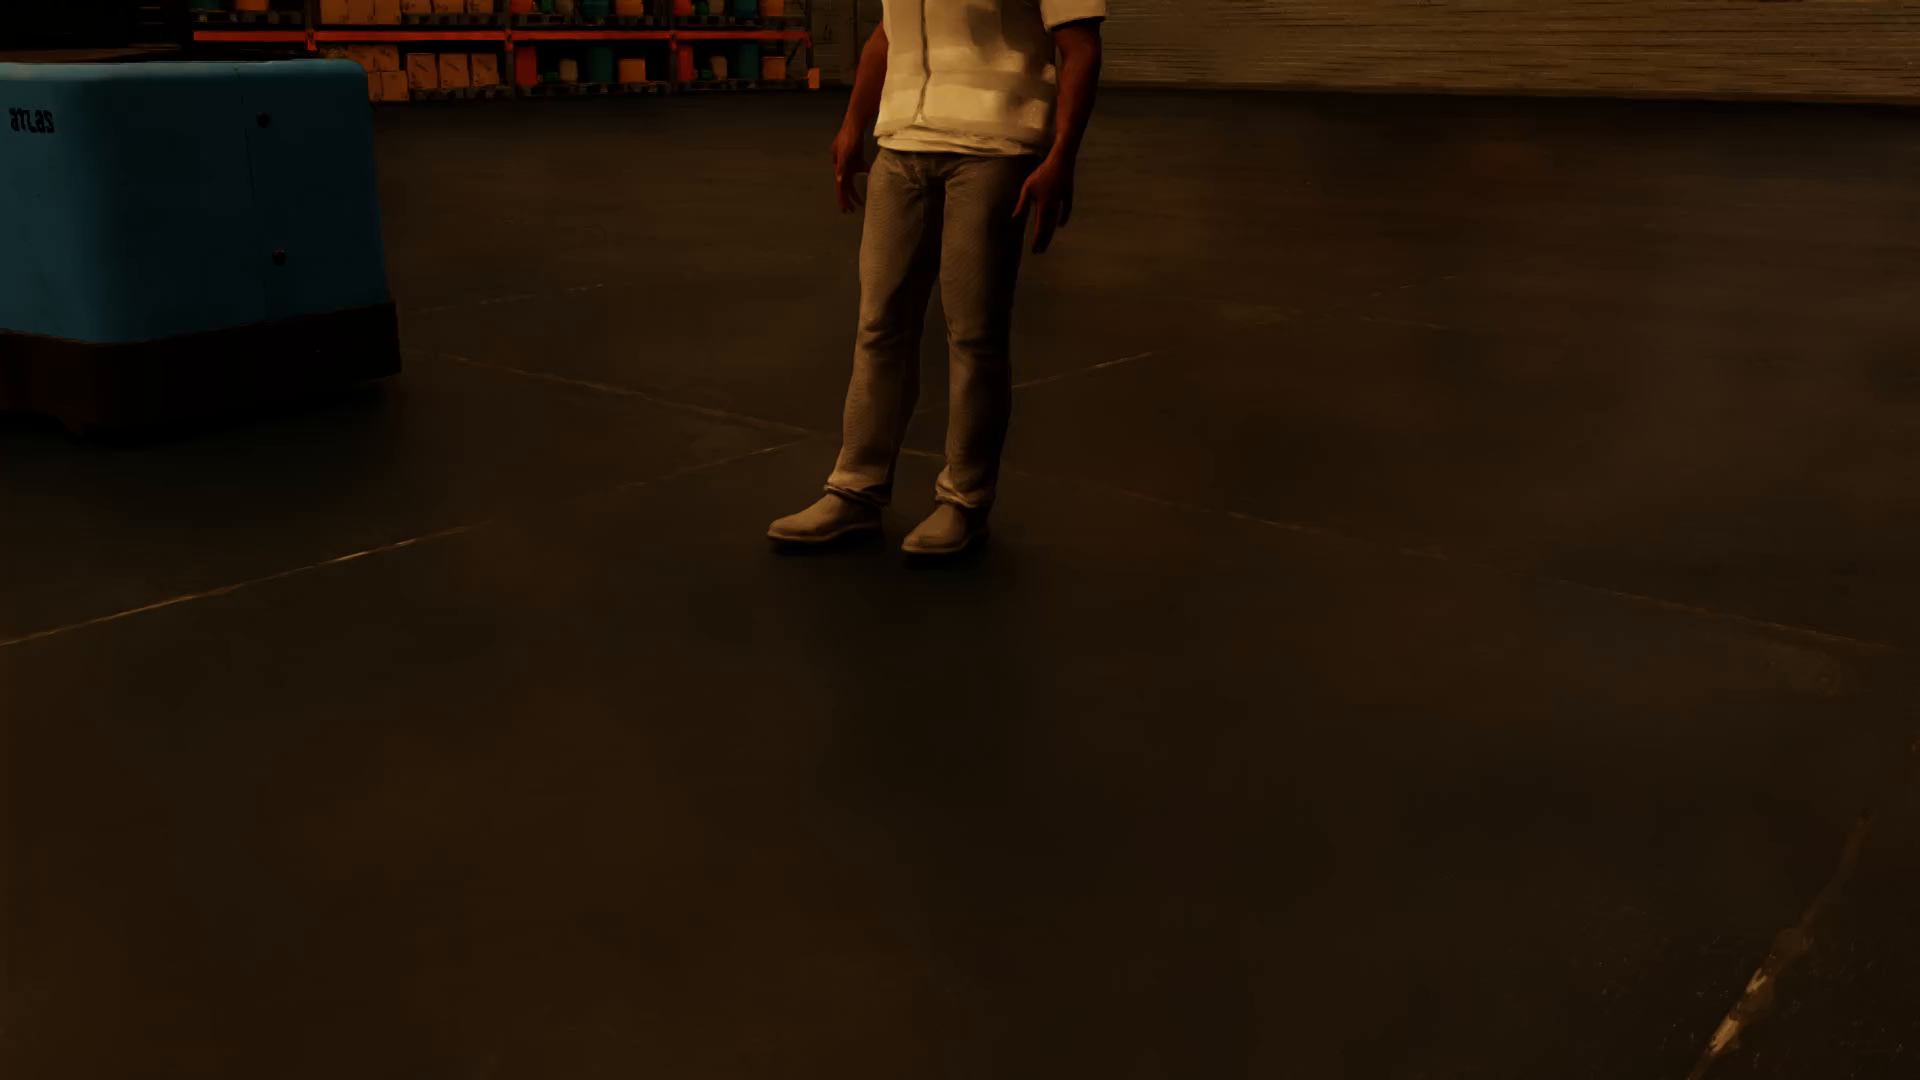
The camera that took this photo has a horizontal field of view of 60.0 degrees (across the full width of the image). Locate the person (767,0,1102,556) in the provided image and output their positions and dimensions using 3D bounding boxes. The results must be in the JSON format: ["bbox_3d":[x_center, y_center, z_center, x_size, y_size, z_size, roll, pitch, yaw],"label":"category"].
[{"bbox_3d":[-0.049,-0.837,3.635,0.665,1.766,0.576,13,21,37],"label":"person"}]

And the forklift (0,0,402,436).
[{"bbox_3d":[-3.386,-2.007,5.506,3.031,2.935,1.130,10,20,30],"label":"forklift"}]
